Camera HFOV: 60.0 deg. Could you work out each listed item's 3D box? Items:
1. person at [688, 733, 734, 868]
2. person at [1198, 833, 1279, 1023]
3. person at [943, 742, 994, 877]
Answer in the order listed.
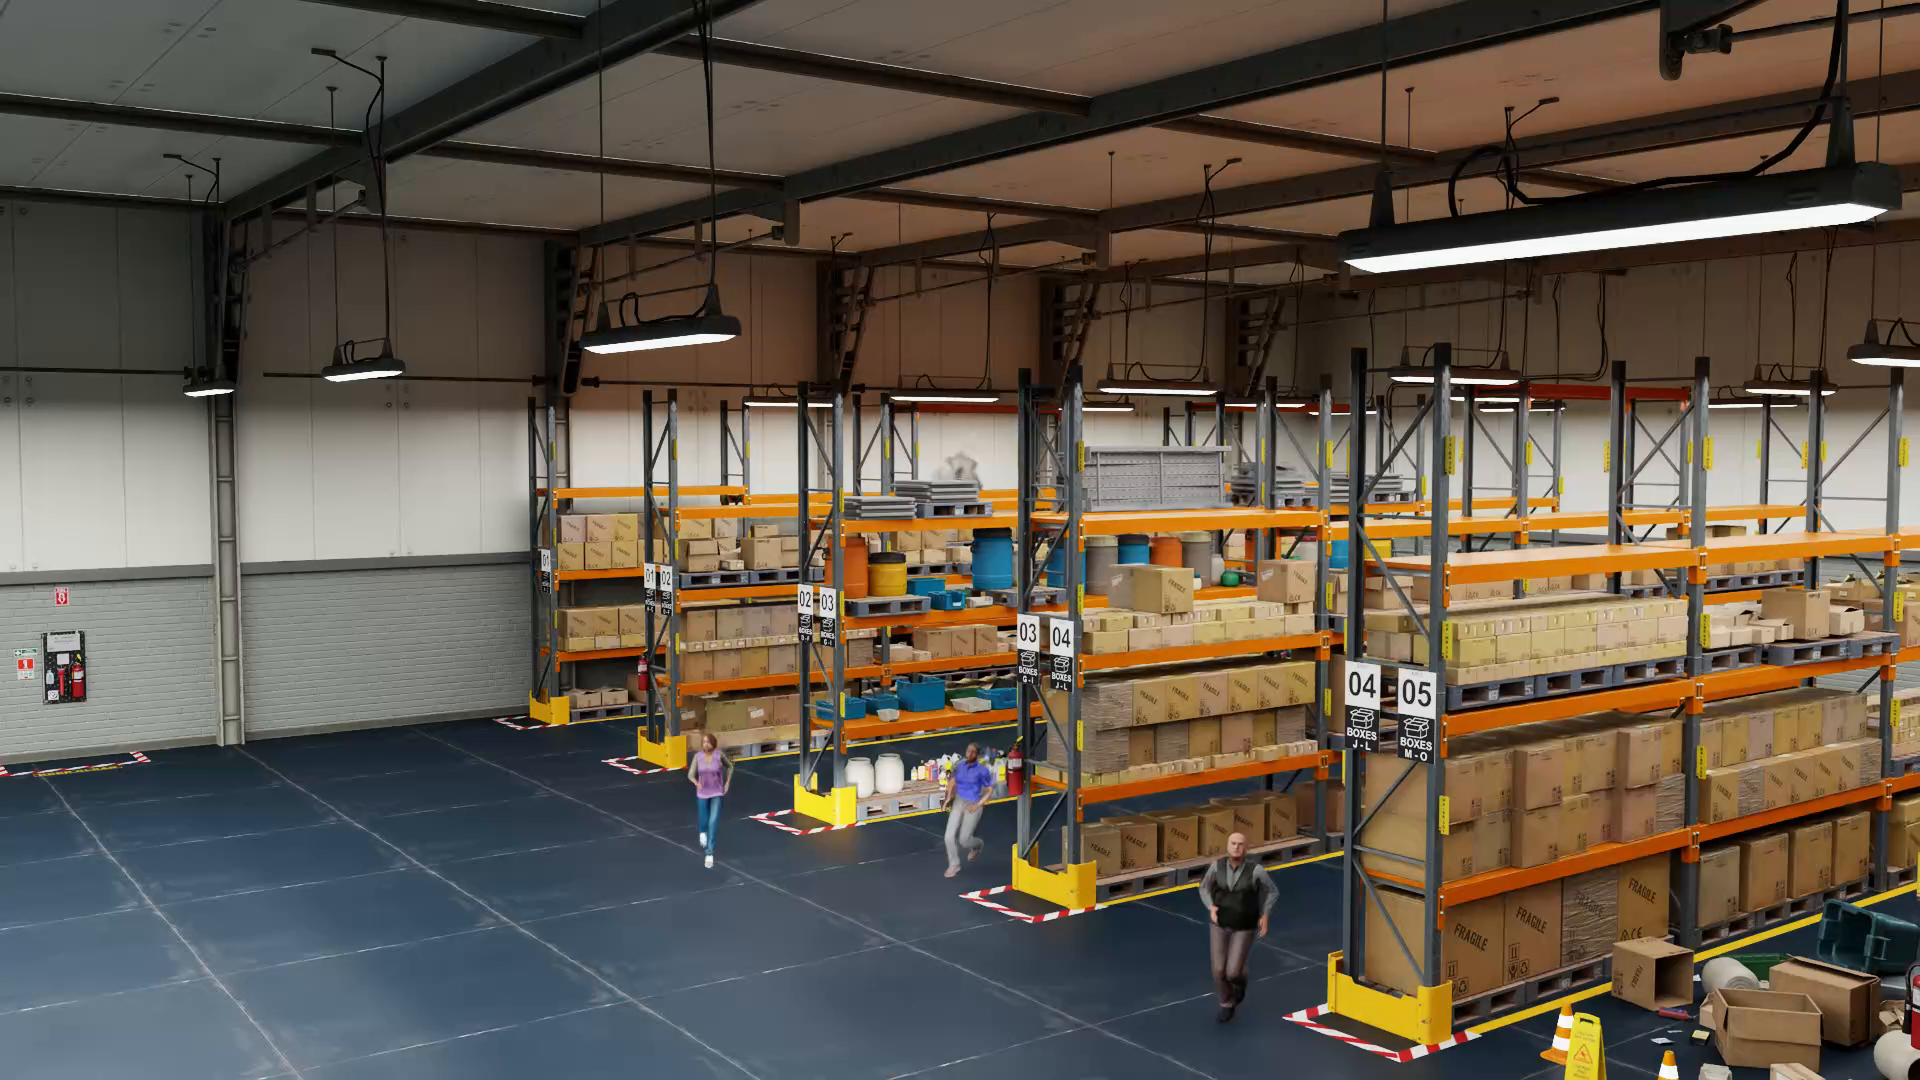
[{"bbox_3d":[-3.075,3.165,20.537,0.550,1.597,0.839,0,3,-2],"label":"person"},{"bbox_3d":[2.459,3.462,14.849,0.702,1.691,0.573,1,4,24],"label":"person"},{"bbox_3d":[0.117,3.211,19.866,0.617,1.624,0.572,2,4,33],"label":"person"}]
